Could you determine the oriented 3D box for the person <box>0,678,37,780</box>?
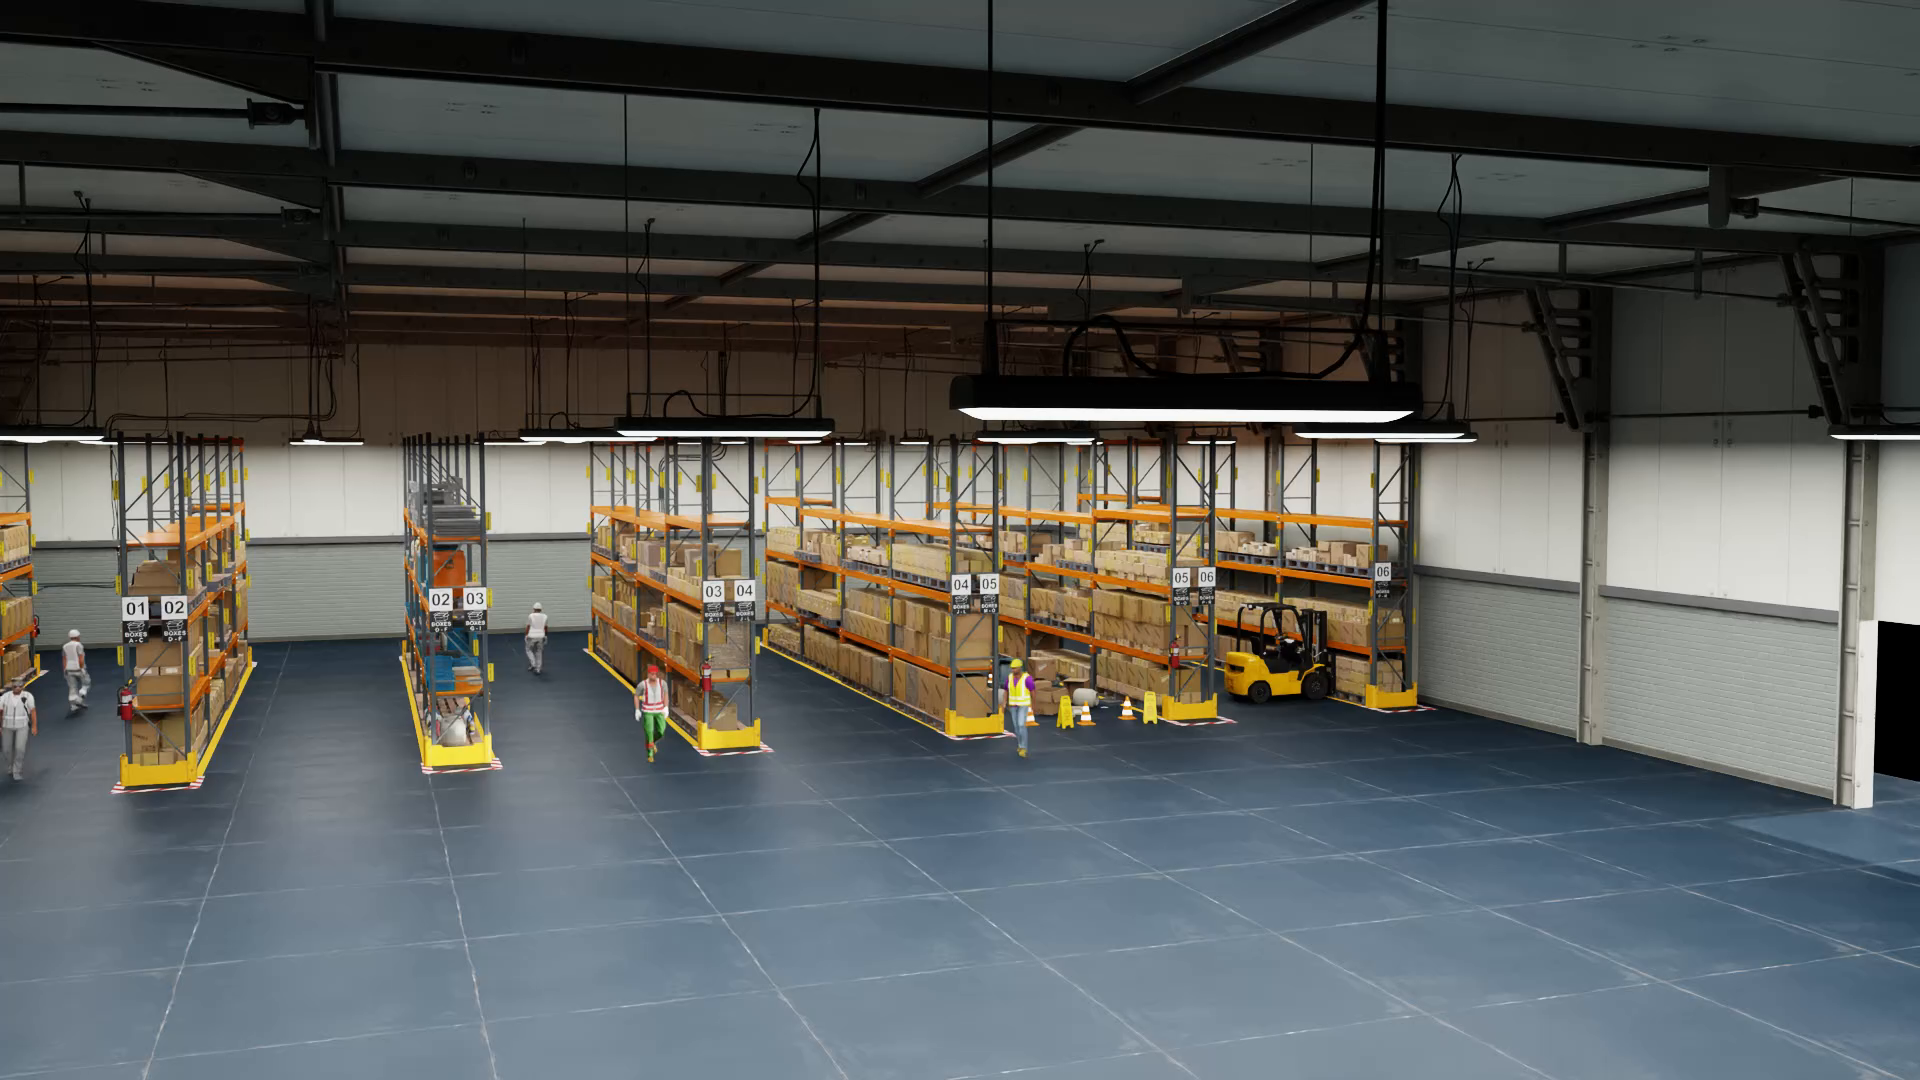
[{"bbox_3d":[-16.421,3.280,28.943,0.616,1.782,0.656,-1,3,-25],"label":"person"}]

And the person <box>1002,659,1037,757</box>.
[{"bbox_3d":[1.079,3.115,31.096,0.656,1.757,0.737,2,4,33],"label":"person"}]

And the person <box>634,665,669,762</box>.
[{"bbox_3d":[-5.679,3.155,30.525,0.620,1.764,0.701,-2,4,-26],"label":"person"}]

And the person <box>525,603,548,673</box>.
[{"bbox_3d":[-10.748,2.483,42.229,0.604,1.781,0.477,-2,4,-29],"label":"person"}]

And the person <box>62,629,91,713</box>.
[{"bbox_3d":[-19.144,2.832,35.964,0.570,1.778,0.514,0,3,-5],"label":"person"}]
